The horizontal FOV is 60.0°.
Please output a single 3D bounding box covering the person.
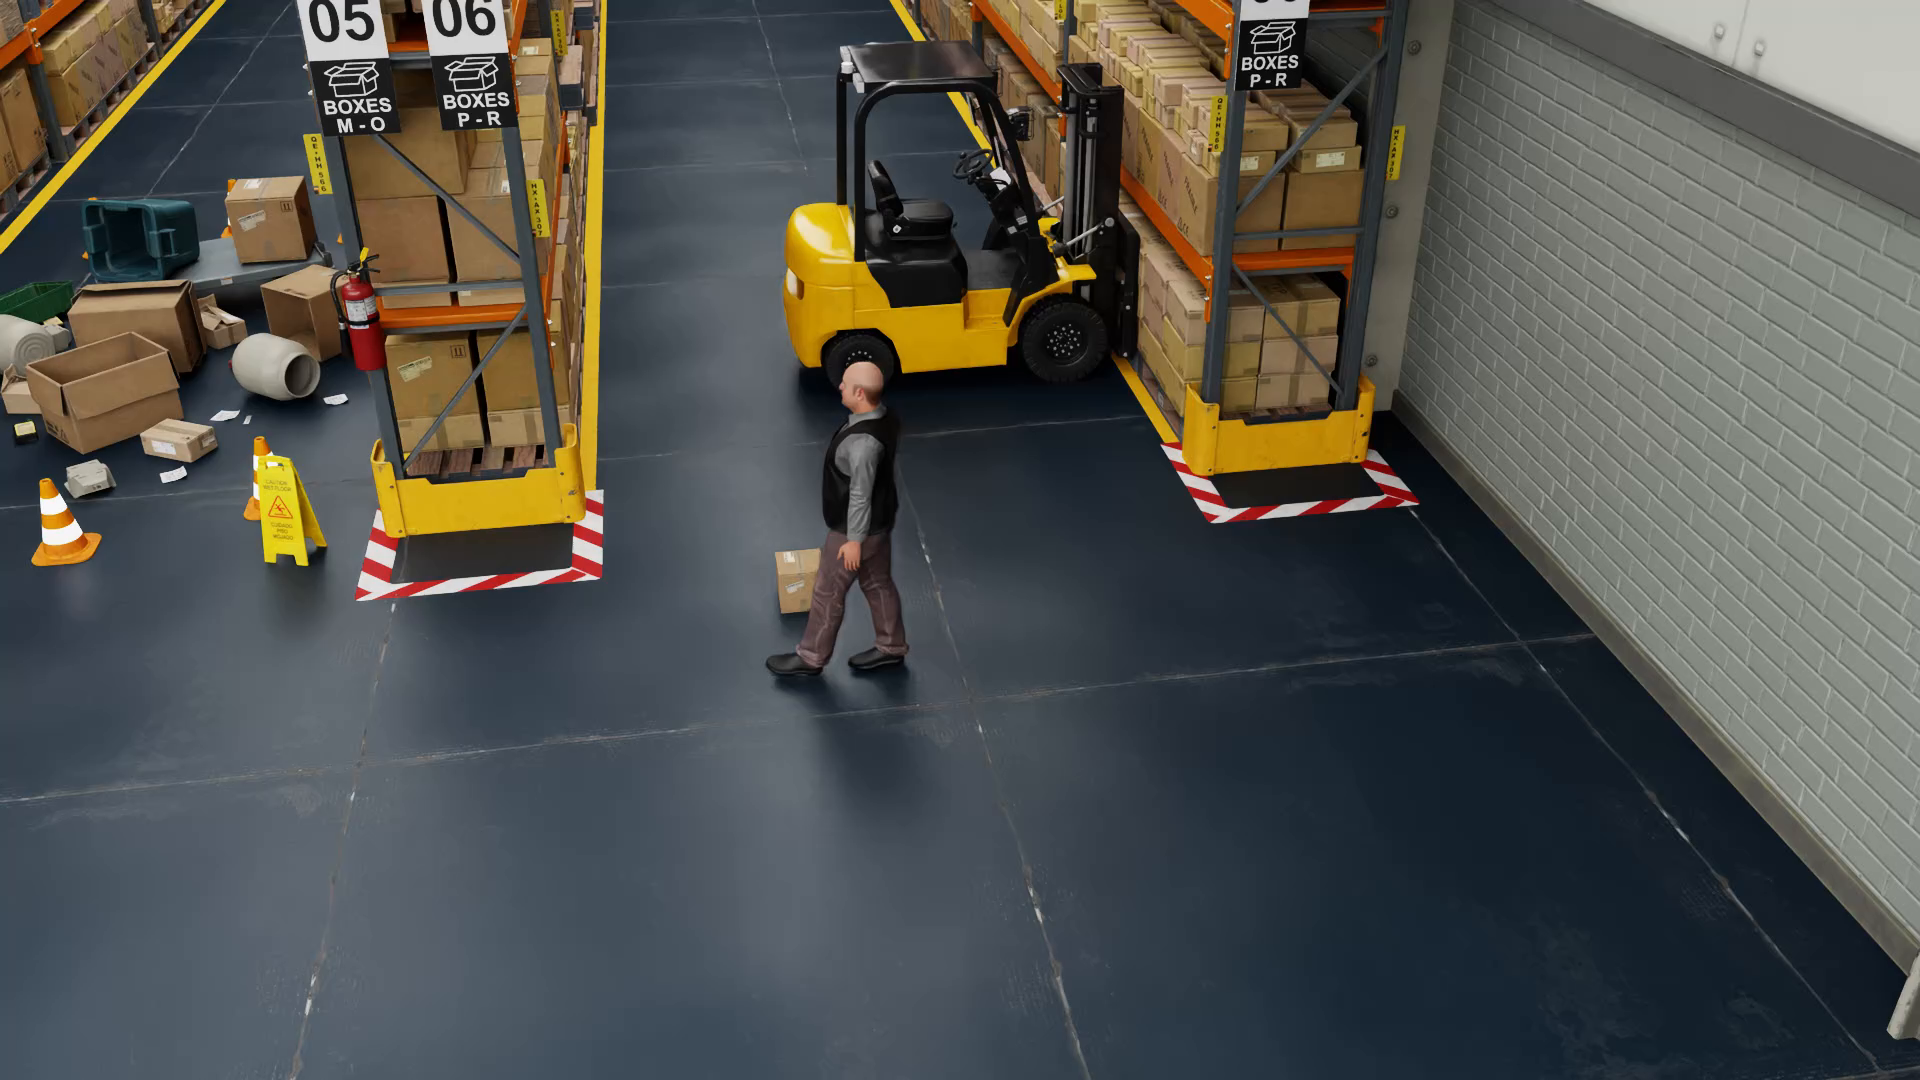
[{"bbox_3d":[-0.624,-0.099,8.316,0.717,1.713,0.572,6,31,9],"label":"person"}]
